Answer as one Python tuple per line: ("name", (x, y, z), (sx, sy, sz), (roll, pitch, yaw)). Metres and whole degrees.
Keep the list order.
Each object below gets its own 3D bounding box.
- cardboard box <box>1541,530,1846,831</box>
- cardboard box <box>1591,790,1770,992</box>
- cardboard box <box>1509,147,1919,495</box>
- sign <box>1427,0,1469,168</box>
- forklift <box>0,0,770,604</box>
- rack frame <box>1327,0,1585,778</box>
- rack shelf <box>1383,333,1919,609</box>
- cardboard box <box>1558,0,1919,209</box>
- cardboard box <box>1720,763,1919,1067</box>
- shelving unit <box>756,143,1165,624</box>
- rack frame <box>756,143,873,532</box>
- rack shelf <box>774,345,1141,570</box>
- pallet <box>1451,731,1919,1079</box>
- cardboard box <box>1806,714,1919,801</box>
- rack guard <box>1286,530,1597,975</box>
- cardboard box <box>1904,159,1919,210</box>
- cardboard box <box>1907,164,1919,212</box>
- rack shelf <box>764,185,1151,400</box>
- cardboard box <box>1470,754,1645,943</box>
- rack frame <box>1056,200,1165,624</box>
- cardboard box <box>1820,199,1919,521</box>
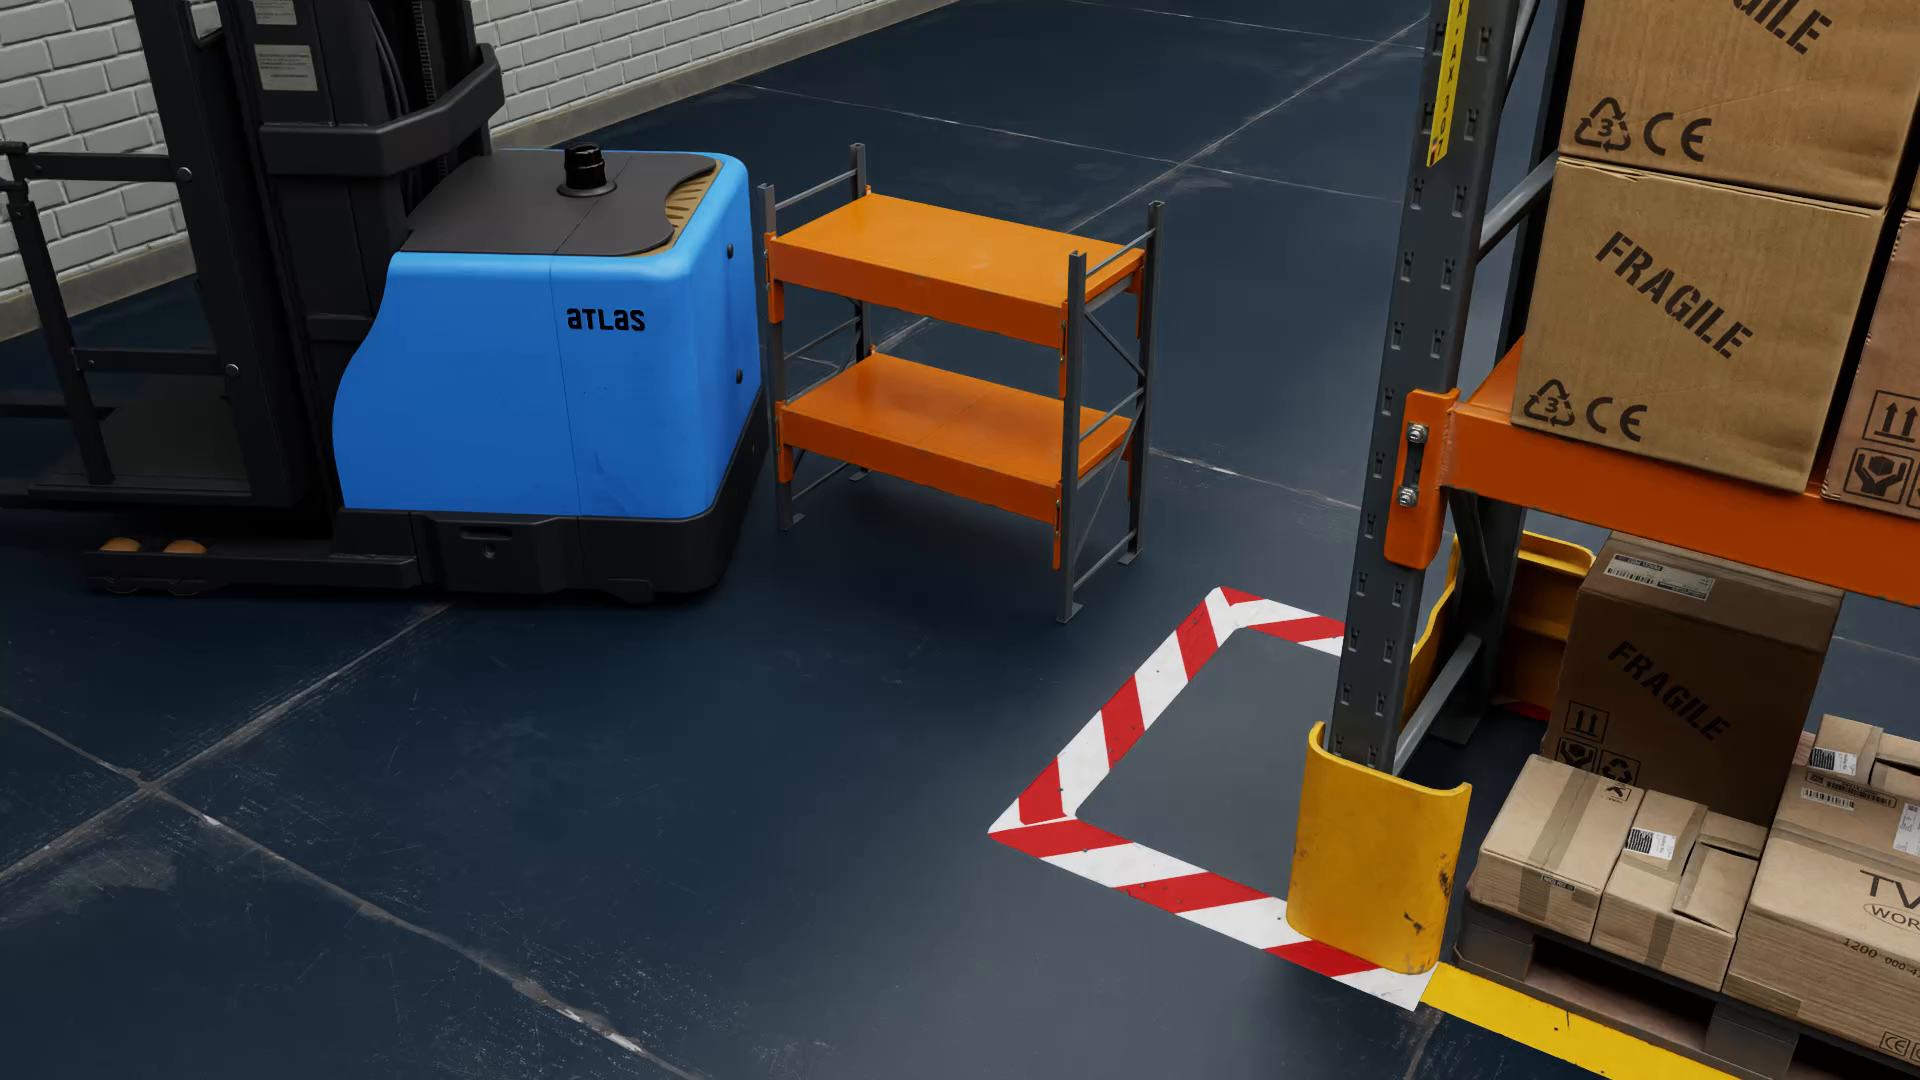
("cardboard box", (1.699, 0.280, 3.837), (0.500, 0.500, 0.500), (18, 35, 27))
("cardboard box", (1.491, 0.709, 3.432), (0.250, 0.166, 0.380), (18, 35, 27))
("cardboard box", (1.343, -0.462, 2.966), (0.500, 0.500, 0.500), (18, 35, 28))
("sign", (0.819, -0.792, 2.772), (0.005, 0.325, 0.100), (18, 35, 27))
("forklift", (-2.188, -1.361, 4.675), (3.031, 2.935, 1.130), (2, 30, 3))
("rack frame", (1.107, -0.650, 3.388), (0.127, 3.000, 1.000), (18, 35, 27))
("rack shelf", (2.801, 0.196, 2.651), (4.000, 0.370, 1.077), (18, 35, 27))
("cardboard box", (1.343, -0.894, 2.714), (0.500, 0.500, 0.500), (19, 35, 29))
("cardboard box", (1.841, 0.748, 3.283), (0.500, 0.250, 0.500), (18, 35, 27))
("shelving unit", (-0.006, -0.488, 4.970), (1.048, 1.125, 0.538), (18, 35, 27))
("rack frame", (-0.436, -0.624, 5.203), (0.032, 1.125, 0.500), (18, 35, 27))
("rack shelf", (-0.006, -0.276, 5.093), (1.000, 0.278, 0.538), (18, 35, 27))
("pallet", (1.847, 0.788, 3.690), (1.213, 0.211, 1.003), (18, 35, 27))
("cardboard box", (1.994, 0.571, 3.669), (0.250, 0.166, 0.380), (18, 35, 27))
("rack guard", (1.172, 0.450, 3.983), (0.348, 0.500, 1.175), (18, 35, 27))
("cardboard box", (1.631, -0.690, 3.356), (0.500, 0.500, 0.500), (19, 35, 29))
("cardboard box", (1.790, -0.757, 2.479), (0.500, 0.500, 0.500), (18, 35, 28))
("rack shelf", (-0.006, -0.740, 4.822), (1.000, 0.278, 0.538), (18, 35, 27))
("cardboard box", (1.279, 0.650, 3.551), (0.250, 0.149, 0.380), (18, 35, 27))
("rack frame", (0.425, -0.351, 4.736), (0.032, 1.125, 0.500), (18, 35, 27))
("cardboard box", (1.783, -0.326, 2.733), (0.500, 0.500, 0.500), (17, 34, 27))
